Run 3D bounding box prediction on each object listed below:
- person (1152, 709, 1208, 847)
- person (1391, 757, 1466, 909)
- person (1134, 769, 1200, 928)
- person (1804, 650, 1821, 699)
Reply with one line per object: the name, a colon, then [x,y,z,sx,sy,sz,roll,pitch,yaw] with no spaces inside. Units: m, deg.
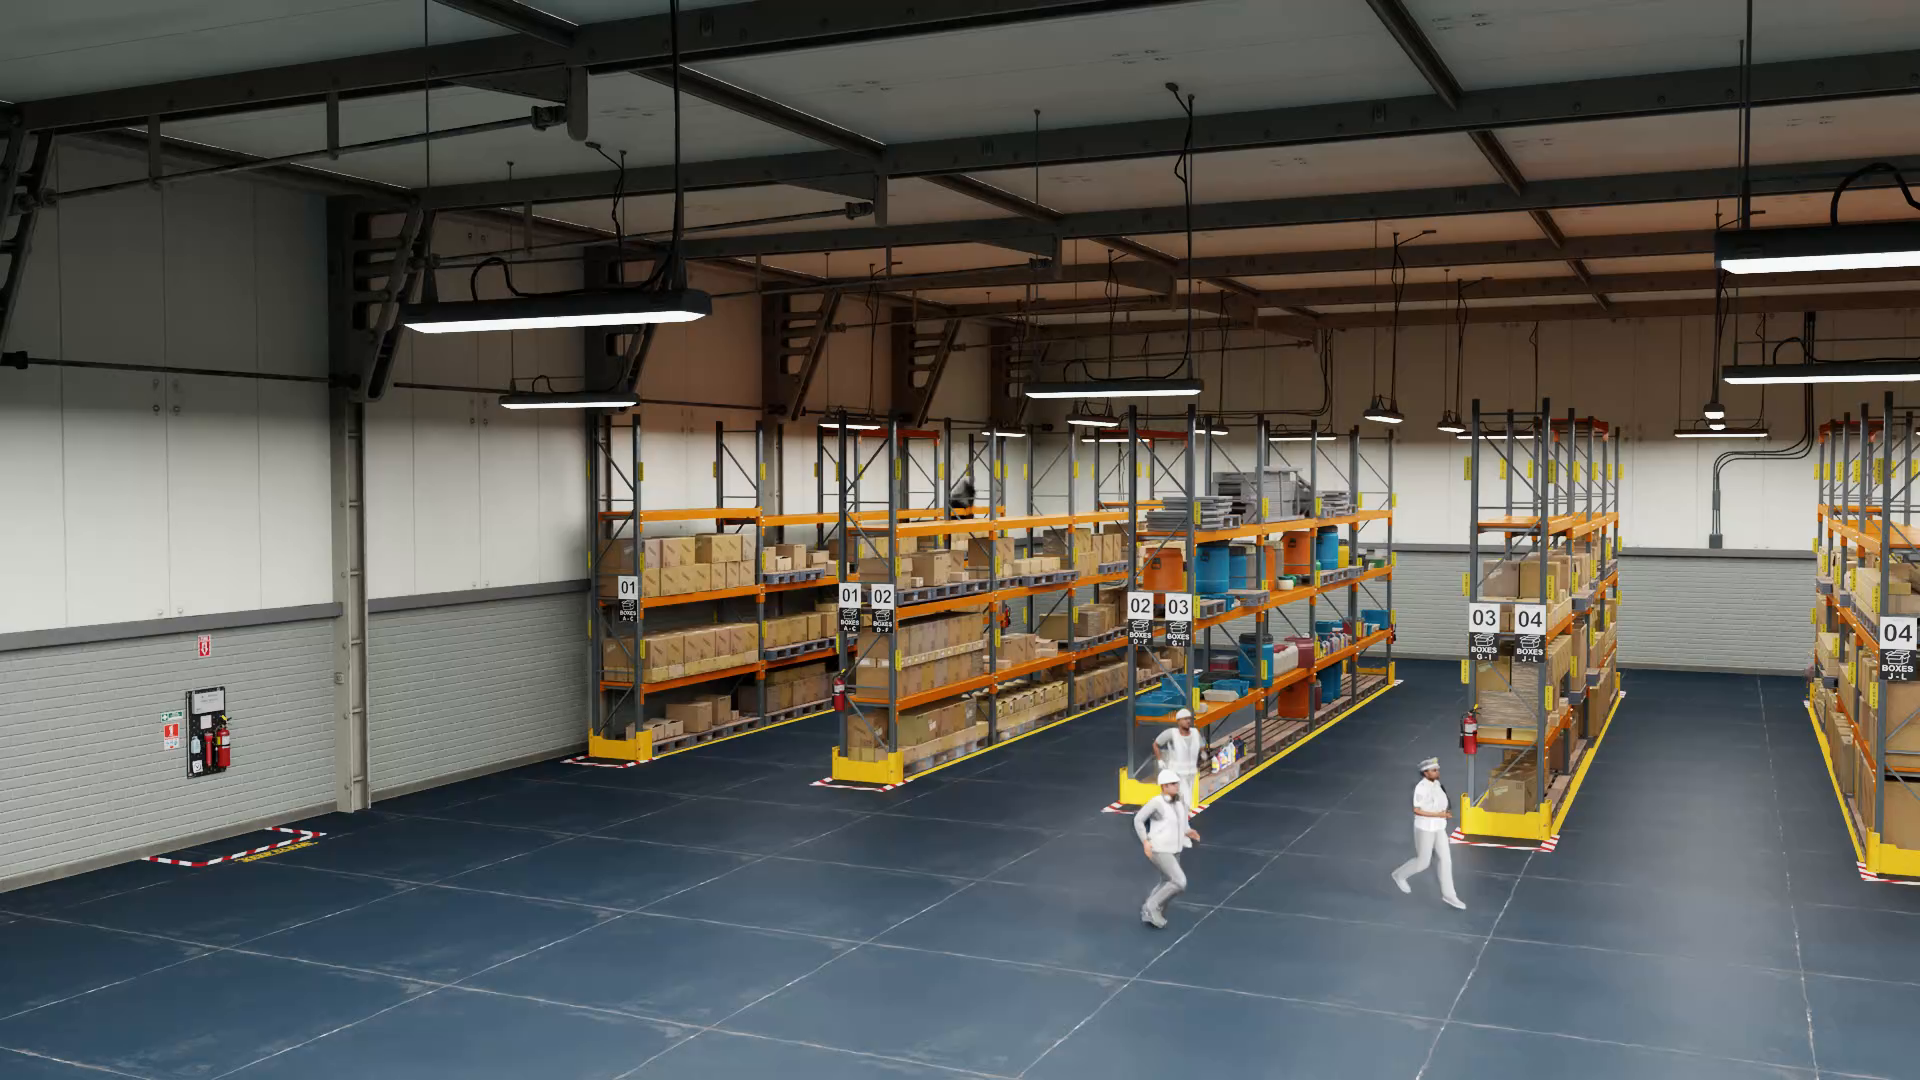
person: [3.017,3.194,22.491,0.661,1.843,0.794,-1,3,-32]
person: [5.421,3.346,19.208,0.579,1.699,0.923,-2,3,-40]
person: [2.275,3.369,18.143,0.733,1.728,0.630,2,3,39]
person: [18.814,2.694,36.348,0.604,1.635,0.570,1,3,21]
